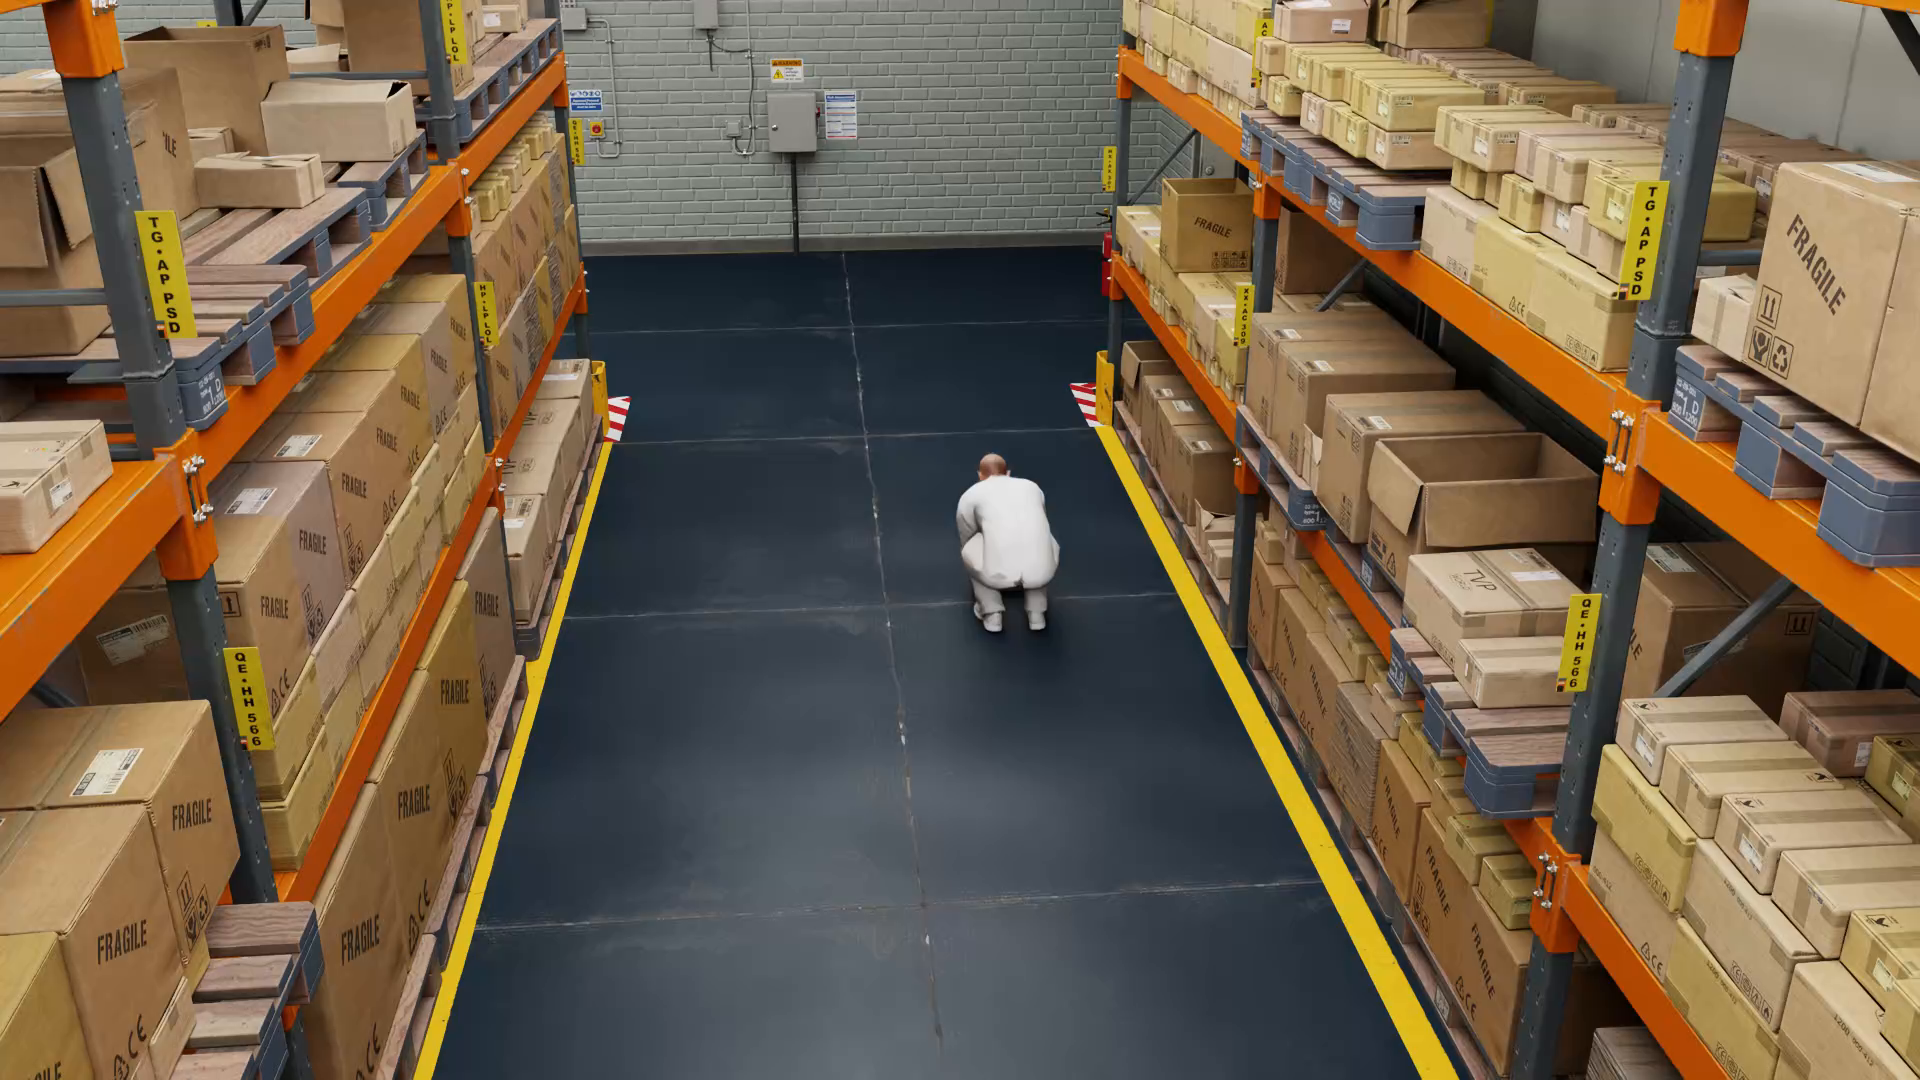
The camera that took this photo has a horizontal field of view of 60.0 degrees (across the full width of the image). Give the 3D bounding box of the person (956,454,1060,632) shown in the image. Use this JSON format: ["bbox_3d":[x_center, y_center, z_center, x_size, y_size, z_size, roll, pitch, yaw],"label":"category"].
[{"bbox_3d":[0.285,0.041,9.761,0.597,0.856,0.906,-2,23,-5],"label":"person"}]
